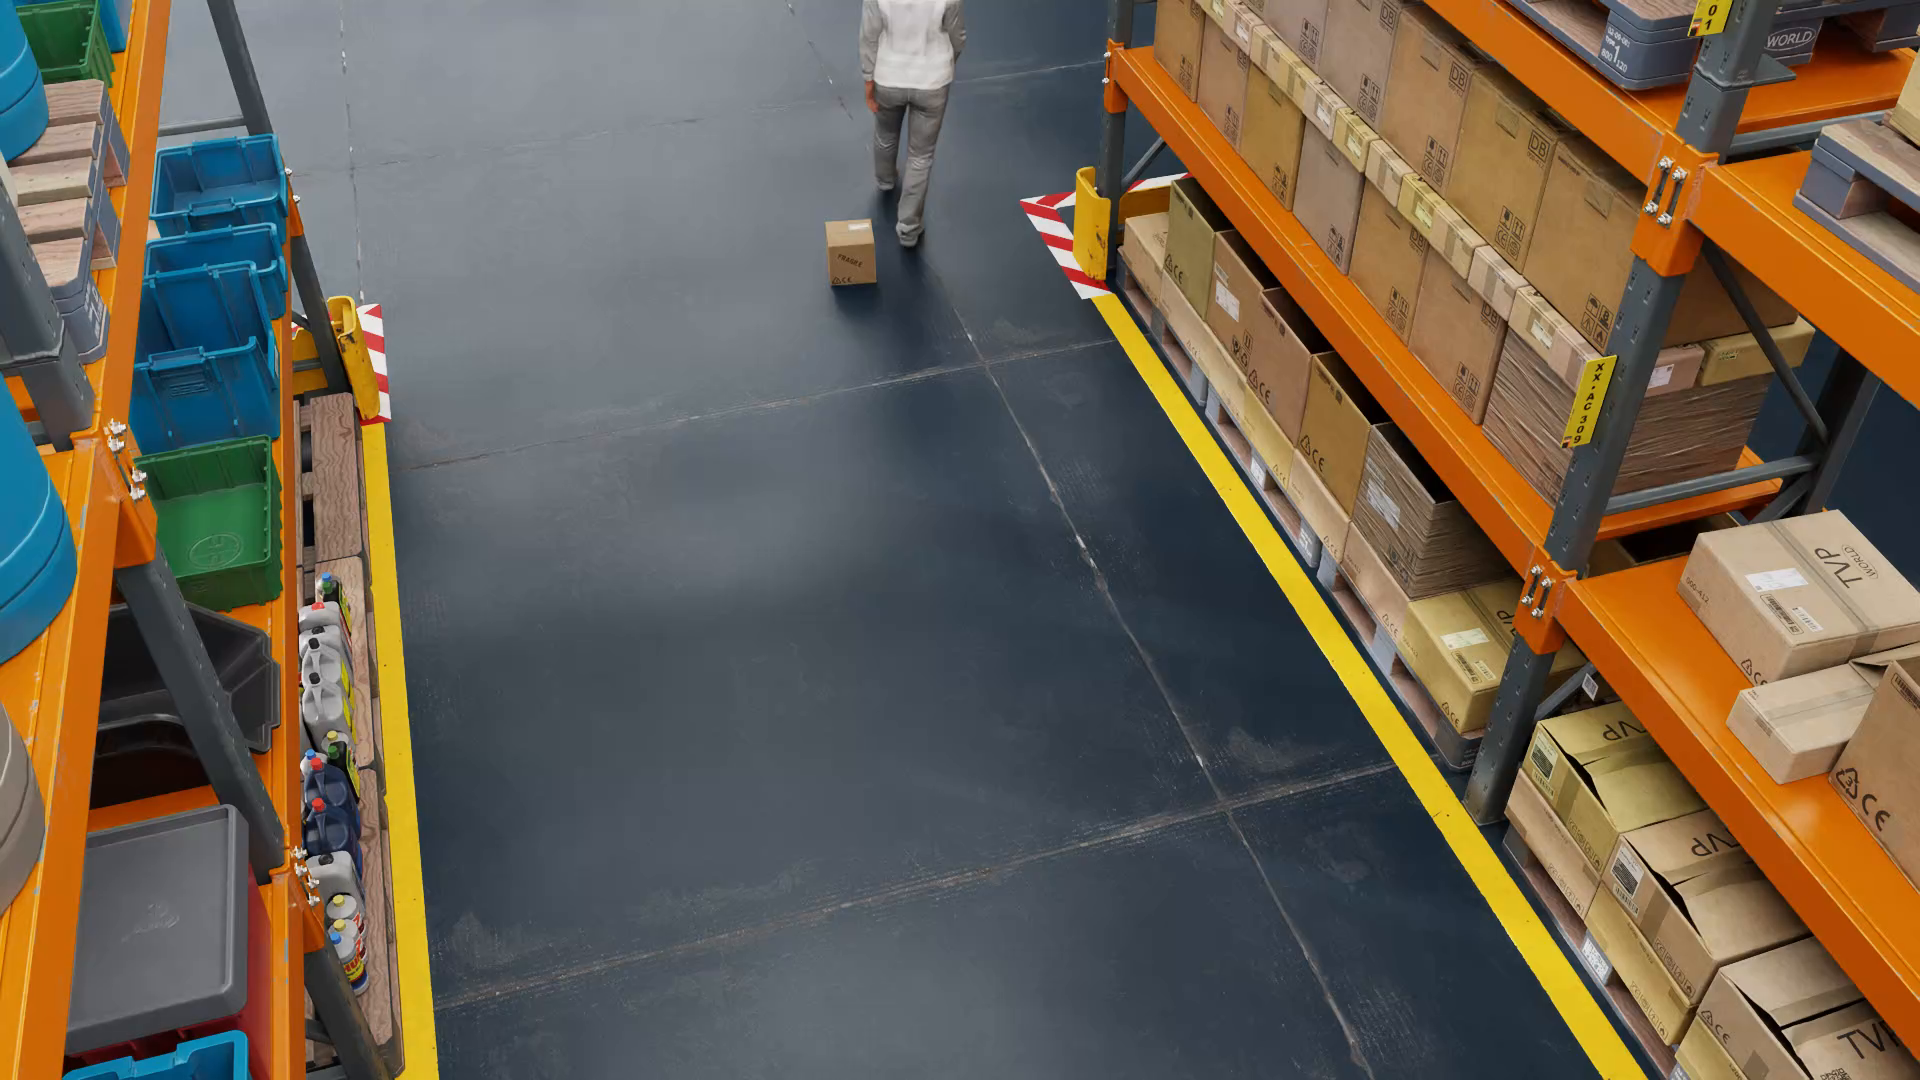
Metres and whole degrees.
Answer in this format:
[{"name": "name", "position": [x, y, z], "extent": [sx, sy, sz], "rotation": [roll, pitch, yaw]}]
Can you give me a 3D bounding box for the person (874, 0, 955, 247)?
[{"name": "person", "position": [-0.274, -2.546, 8.964], "extent": [0.516, 1.718, 0.876], "rotation": [6, 42, 6]}]
